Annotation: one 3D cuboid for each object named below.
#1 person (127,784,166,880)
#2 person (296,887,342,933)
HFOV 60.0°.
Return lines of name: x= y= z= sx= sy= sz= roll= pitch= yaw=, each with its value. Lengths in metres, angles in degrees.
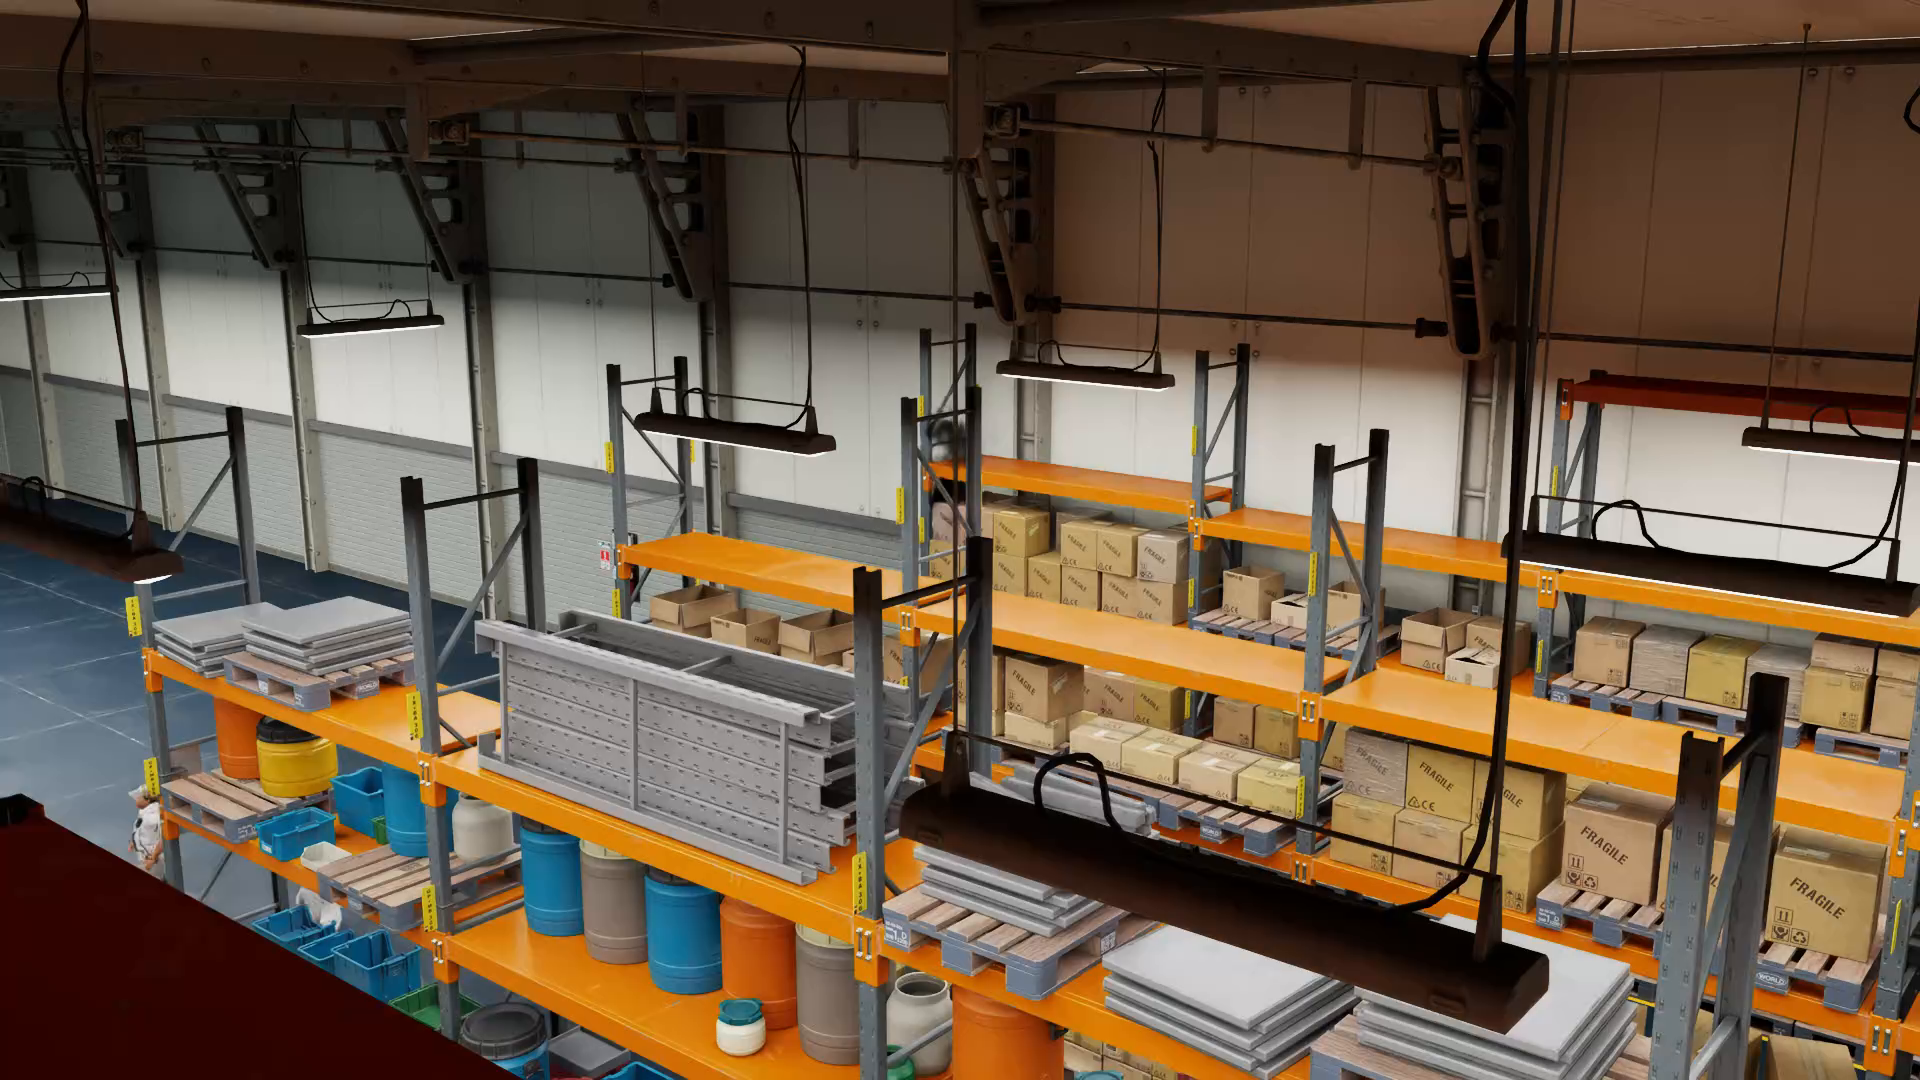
person: x=-8.562 y=3.364 z=17.675 sx=0.529 sy=1.630 sz=0.622 roll=-5 pitch=14 yaw=-22
person: x=-6.153 y=3.709 z=15.968 sx=0.640 sy=1.703 sz=0.698 roll=0 pitch=13 yaw=-1
